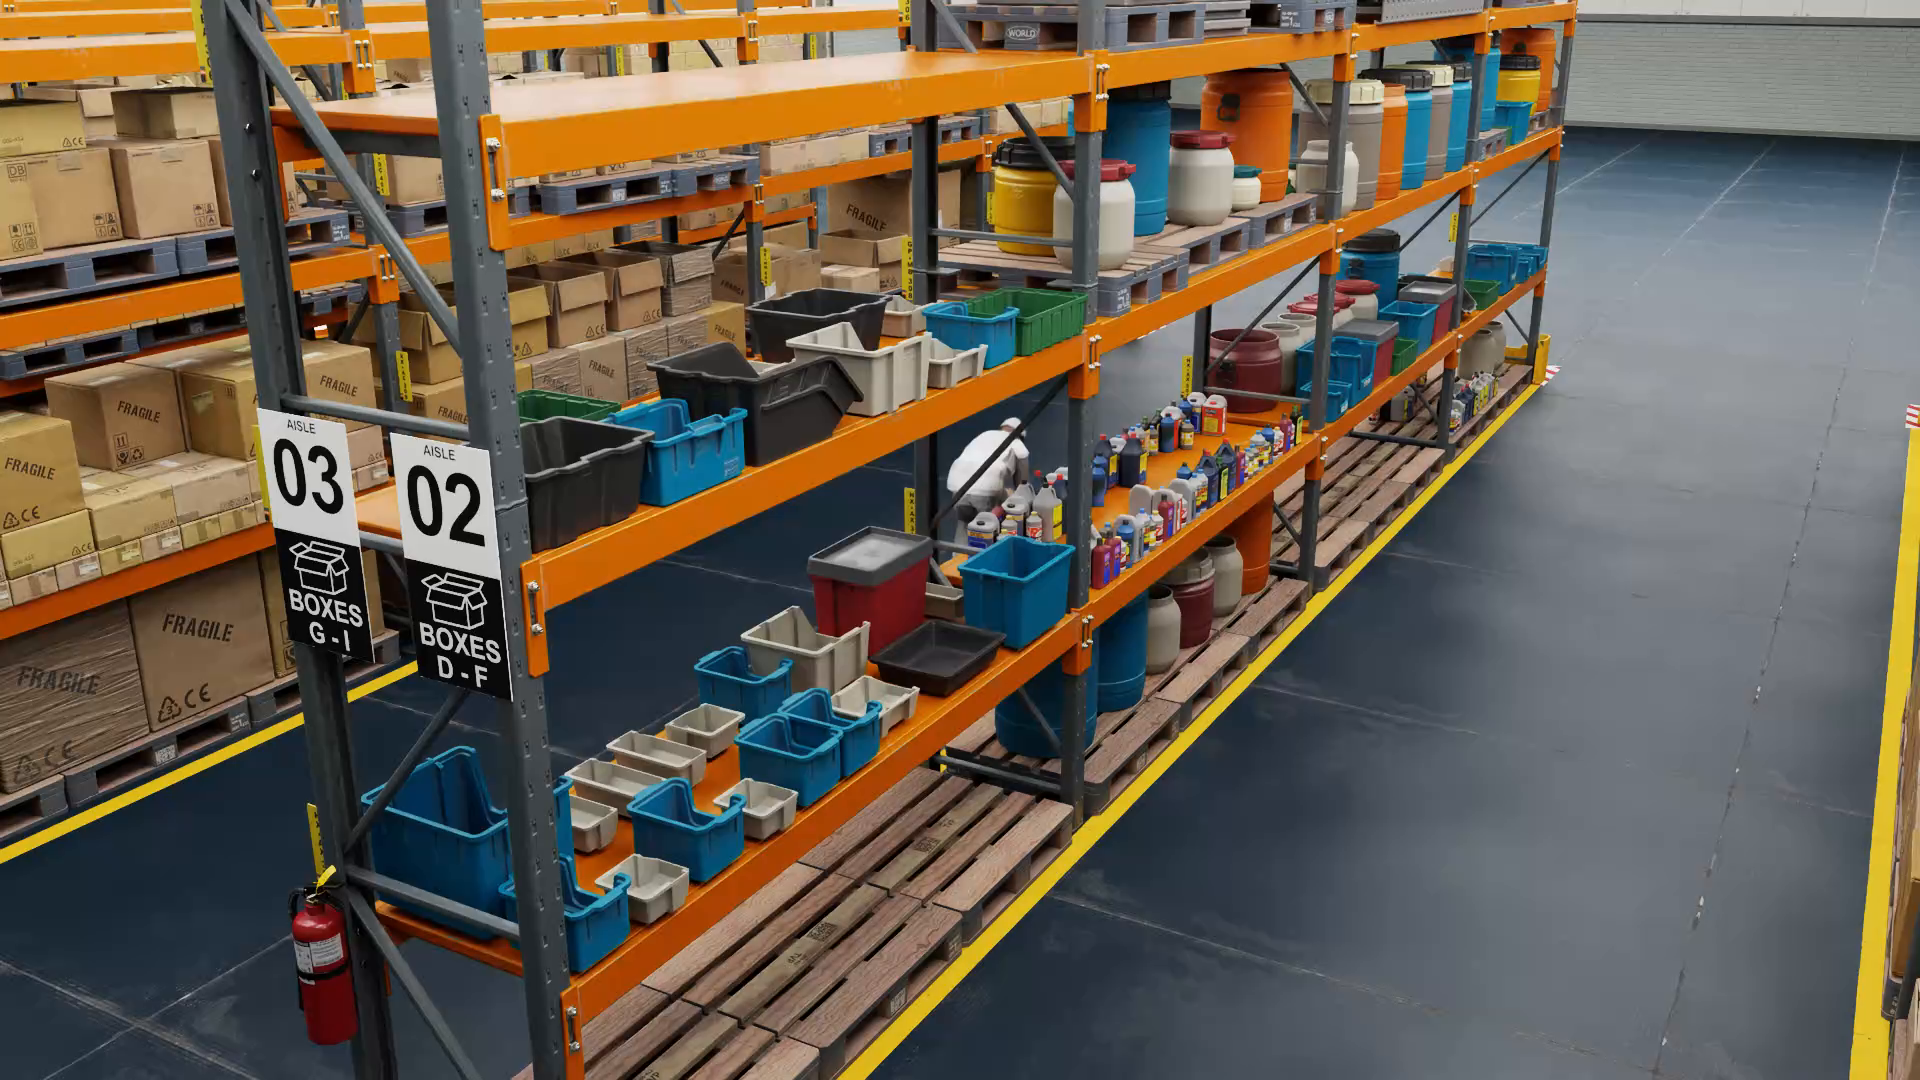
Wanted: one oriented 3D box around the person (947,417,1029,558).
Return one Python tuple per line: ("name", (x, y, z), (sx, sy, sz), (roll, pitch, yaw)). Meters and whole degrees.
("person", (0.246, -0.302, 12.699), (0.519, 1.126, 0.963), (9, 21, 25))
